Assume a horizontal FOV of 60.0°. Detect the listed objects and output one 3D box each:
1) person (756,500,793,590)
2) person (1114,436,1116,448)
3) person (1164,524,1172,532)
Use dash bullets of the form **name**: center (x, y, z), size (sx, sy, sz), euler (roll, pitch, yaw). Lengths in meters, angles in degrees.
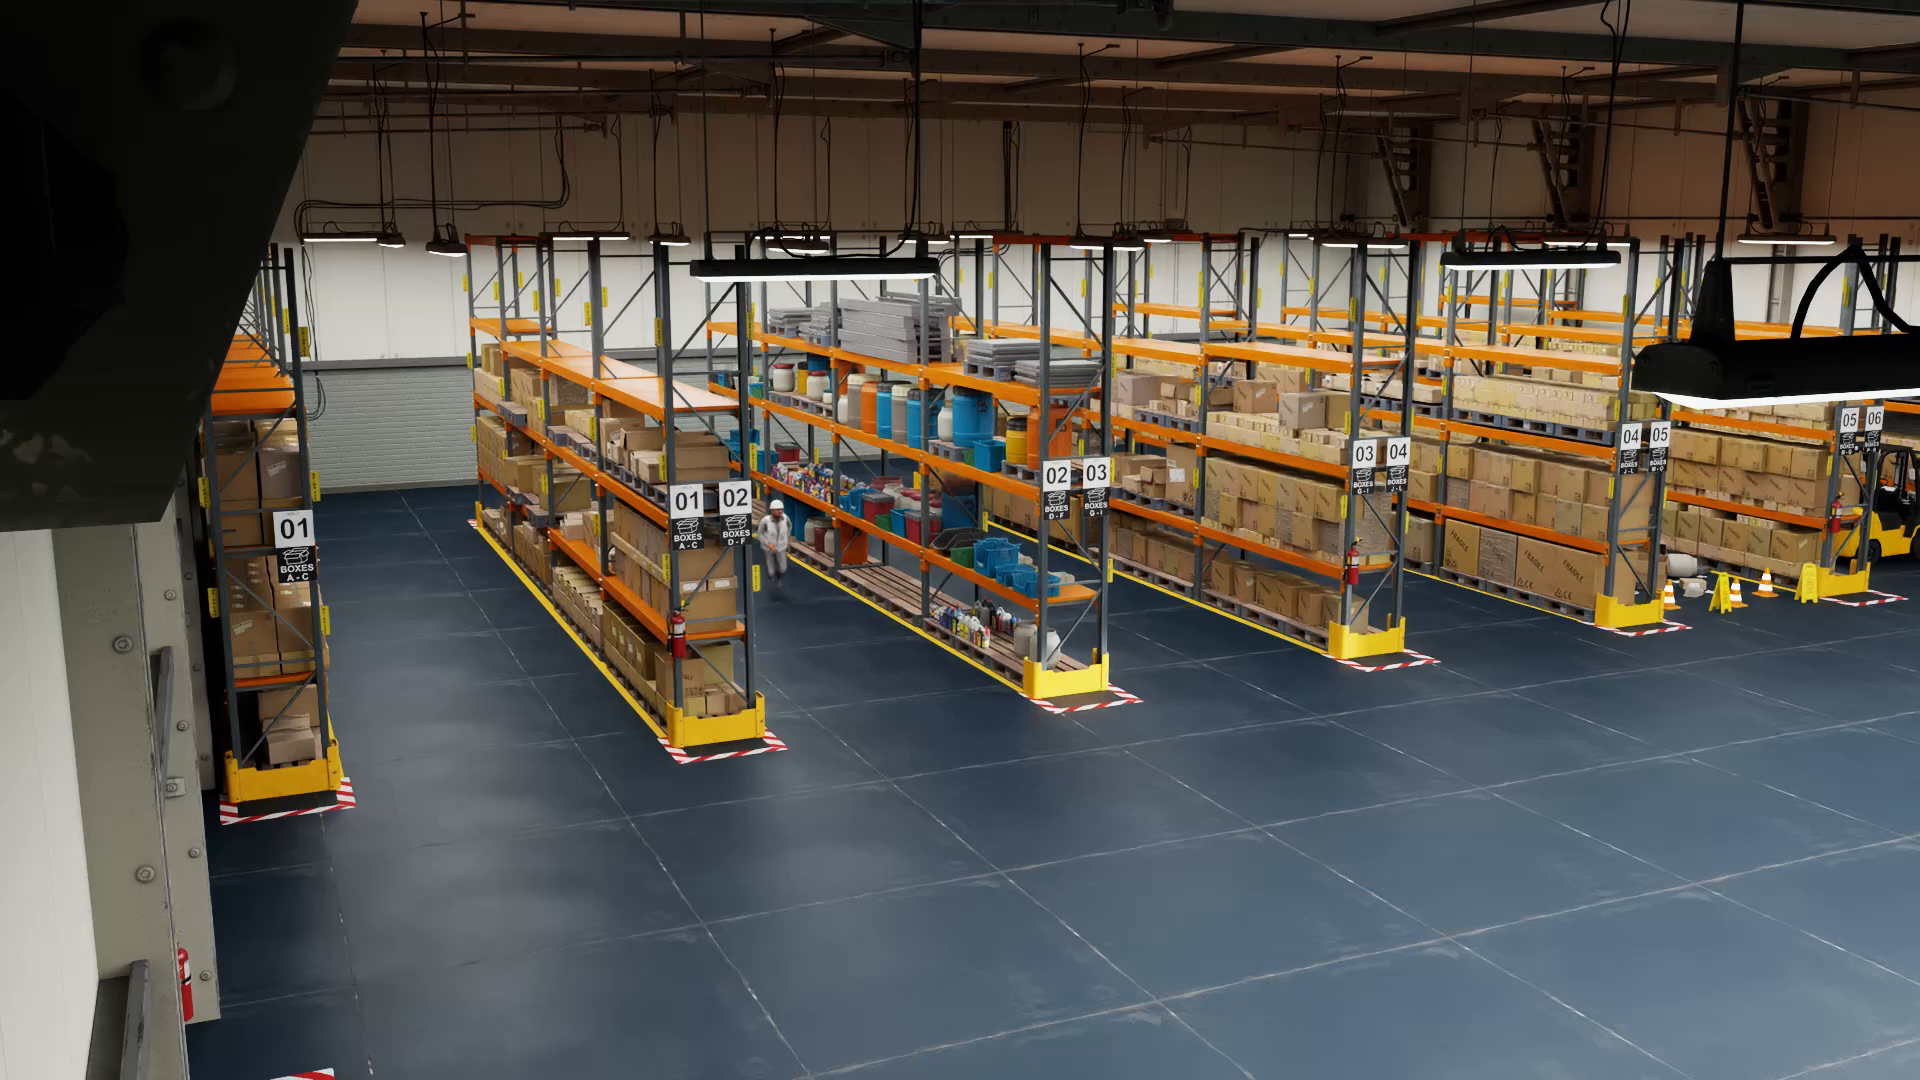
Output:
- **person**: center (-3.104, 0.079, 27.875), size (0.650, 1.589, 0.719), euler (-3, 11, -15)
- **person**: center (3.699, -2.490, 41.572), size (0.824, 1.638, 0.464), euler (-5, 12, -24)
- **person**: center (3.979, -0.806, 32.950), size (0.539, 1.599, 0.998), euler (-4, 12, -18)
